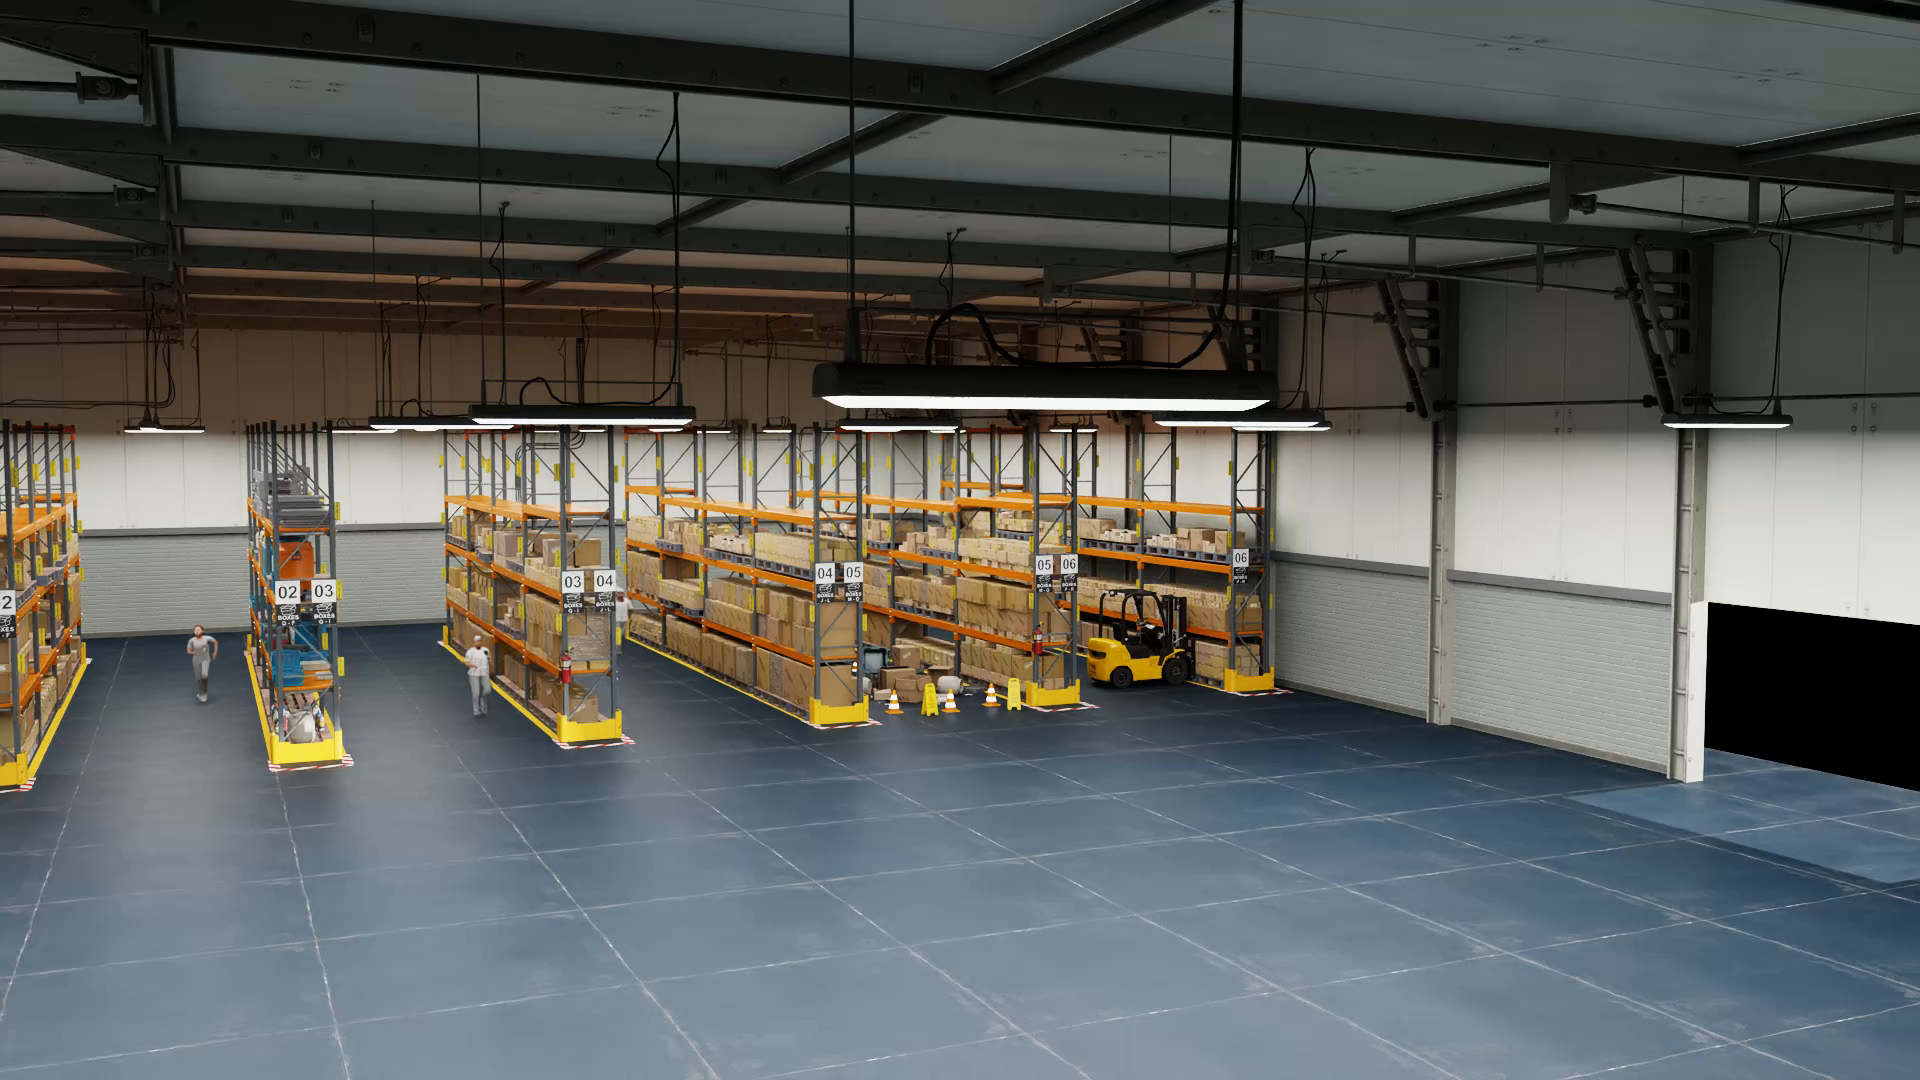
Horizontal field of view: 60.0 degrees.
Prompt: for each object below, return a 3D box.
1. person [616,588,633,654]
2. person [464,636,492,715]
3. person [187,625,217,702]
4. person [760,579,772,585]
[{"bbox_3d":[-8.880,2.126,43.601,0.677,1.728,0.600,-2,4,-26],"label":"person"},{"bbox_3d":[-9.808,2.776,33.996,0.591,1.638,0.576,-2,4,-28],"label":"person"},{"bbox_3d":[-16.318,2.647,35.812,0.571,1.660,0.841,-1,4,-15],"label":"person"},{"bbox_3d":[-5.956,1.693,50.832,0.667,1.711,0.728,-1,4,-22],"label":"person"}]
